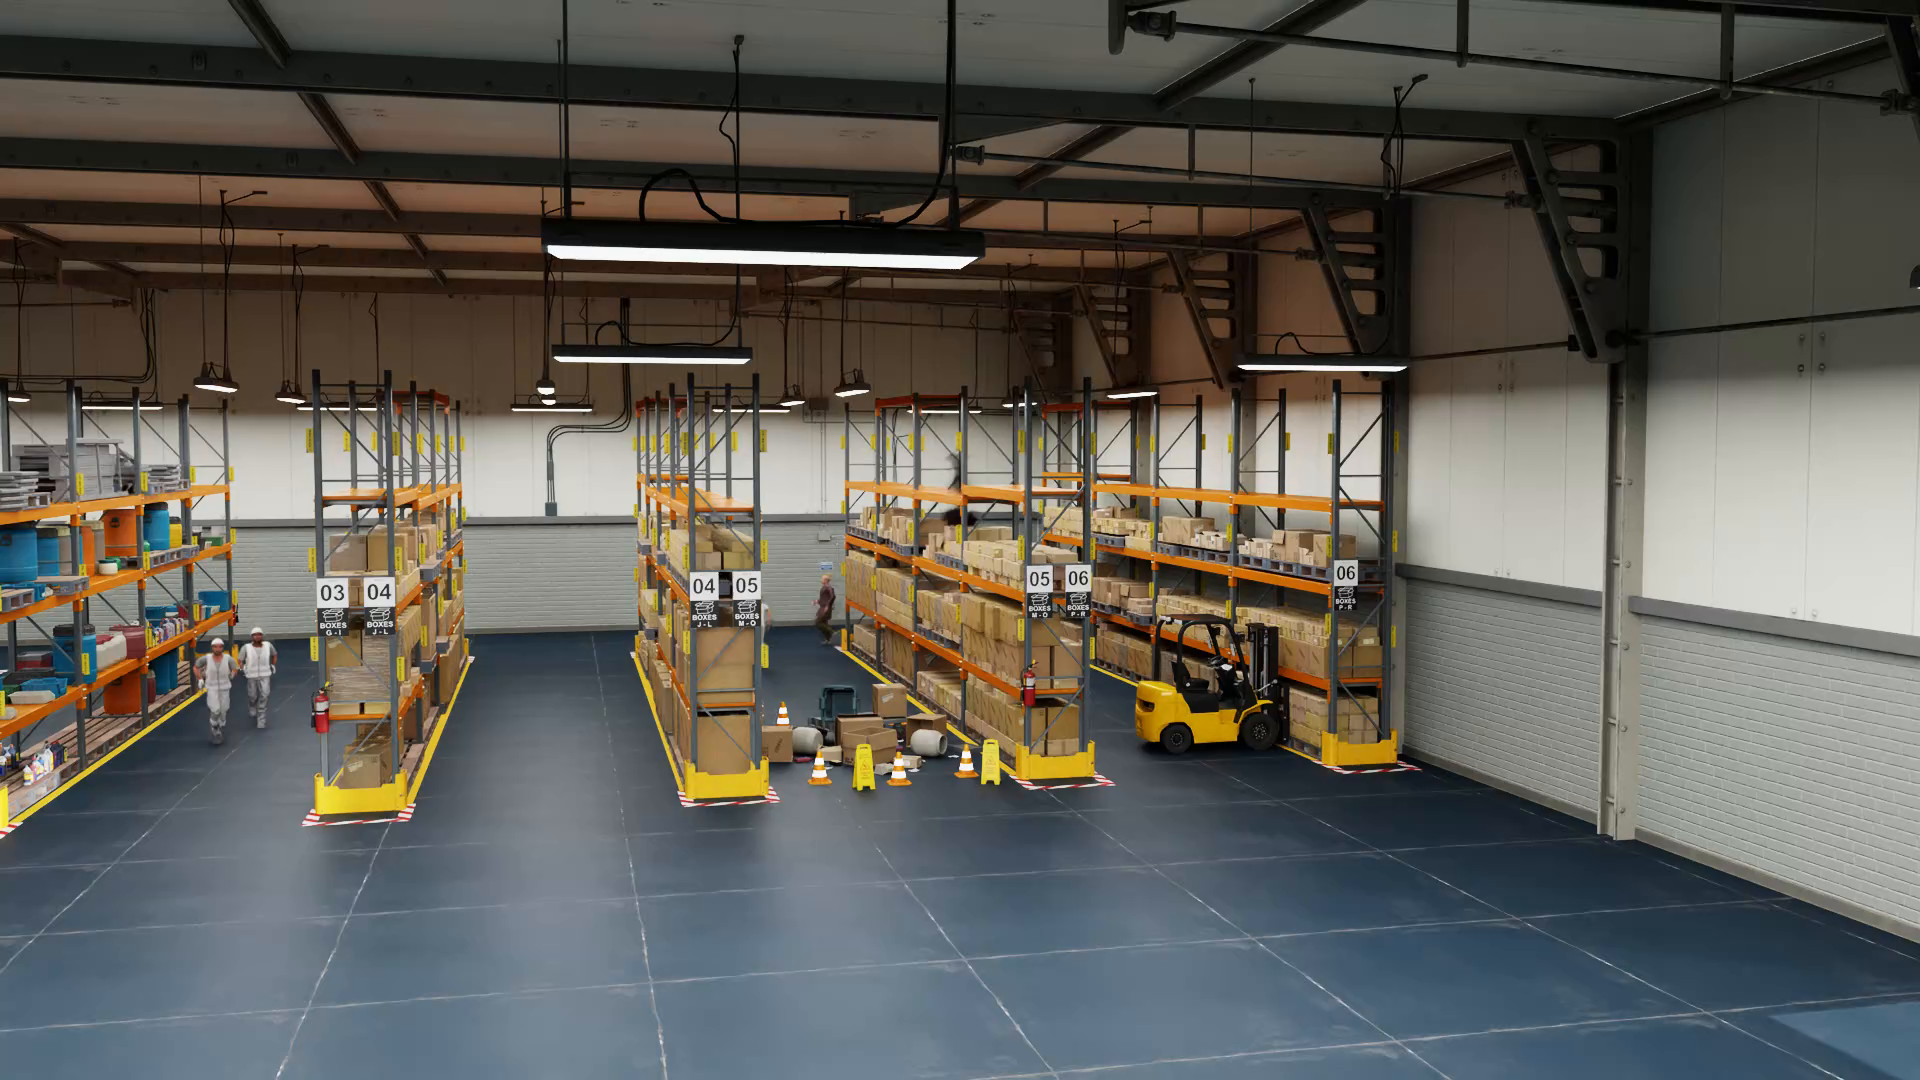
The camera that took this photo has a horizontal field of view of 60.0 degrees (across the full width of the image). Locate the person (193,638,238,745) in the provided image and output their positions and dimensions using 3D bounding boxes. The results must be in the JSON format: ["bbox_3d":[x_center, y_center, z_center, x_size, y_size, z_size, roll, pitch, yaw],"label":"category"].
[{"bbox_3d":[-12.381,2.527,27.706,0.656,1.794,0.769,-2,4,-31],"label":"person"}]

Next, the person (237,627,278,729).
[{"bbox_3d":[-12.443,2.426,29.487,0.682,1.765,0.849,-2,4,-29],"label":"person"}]

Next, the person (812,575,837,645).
[{"bbox_3d":[-3.381,1.736,41.417,0.625,1.743,0.727,0,3,-6],"label":"person"}]

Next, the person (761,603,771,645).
[{"bbox_3d":[-4.614,2.026,38.086,0.555,1.601,0.708,-1,3,-19],"label":"person"}]
